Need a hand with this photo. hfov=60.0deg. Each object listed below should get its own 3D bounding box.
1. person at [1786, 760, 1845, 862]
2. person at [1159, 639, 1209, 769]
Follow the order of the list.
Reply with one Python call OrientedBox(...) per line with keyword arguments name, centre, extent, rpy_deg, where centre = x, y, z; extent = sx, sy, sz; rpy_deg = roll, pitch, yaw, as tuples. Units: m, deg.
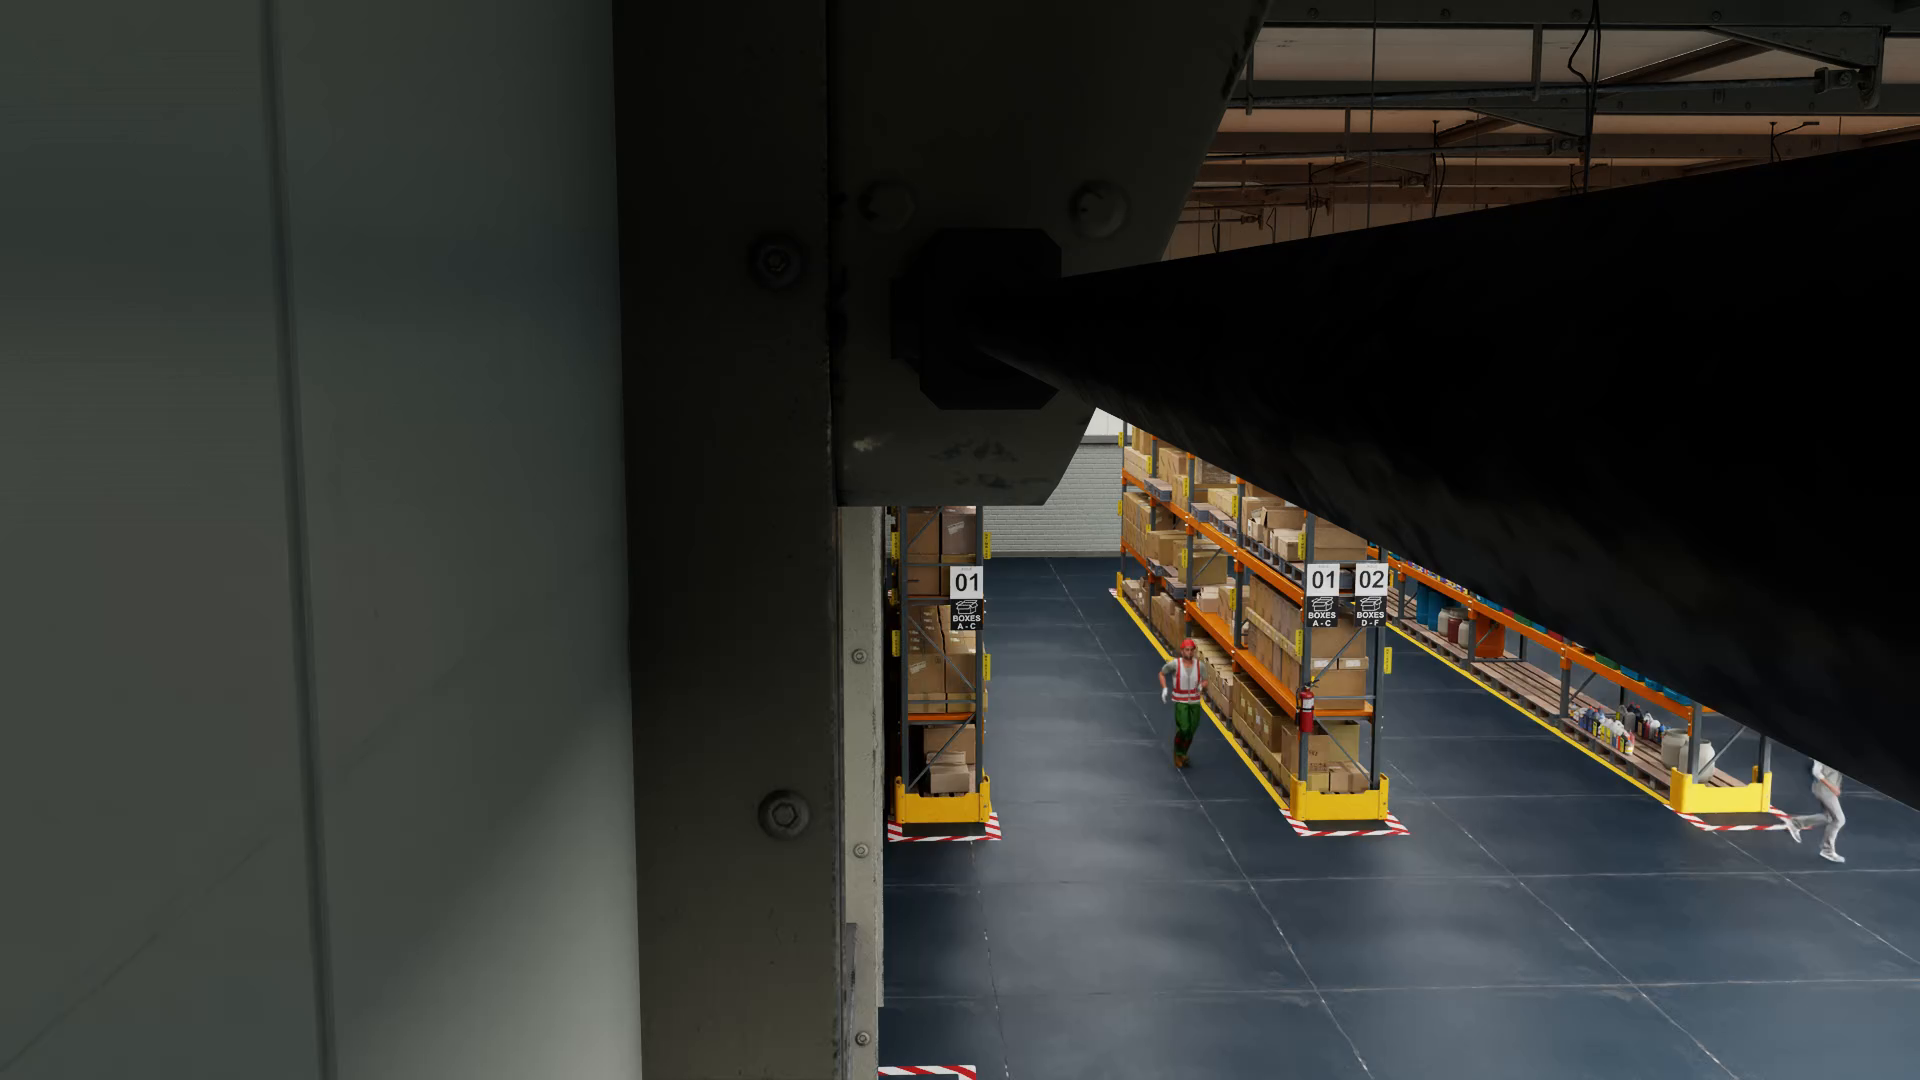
OrientedBox(name="person", centre=(9.904, 2.893, 19.178), extent=(0.646, 1.579, 0.569), rpy_deg=(6, 10, 34))
OrientedBox(name="person", centre=(3.111, 2.249, 22.825), extent=(0.640, 1.784, 0.697), rpy_deg=(-2, 8, -11))
